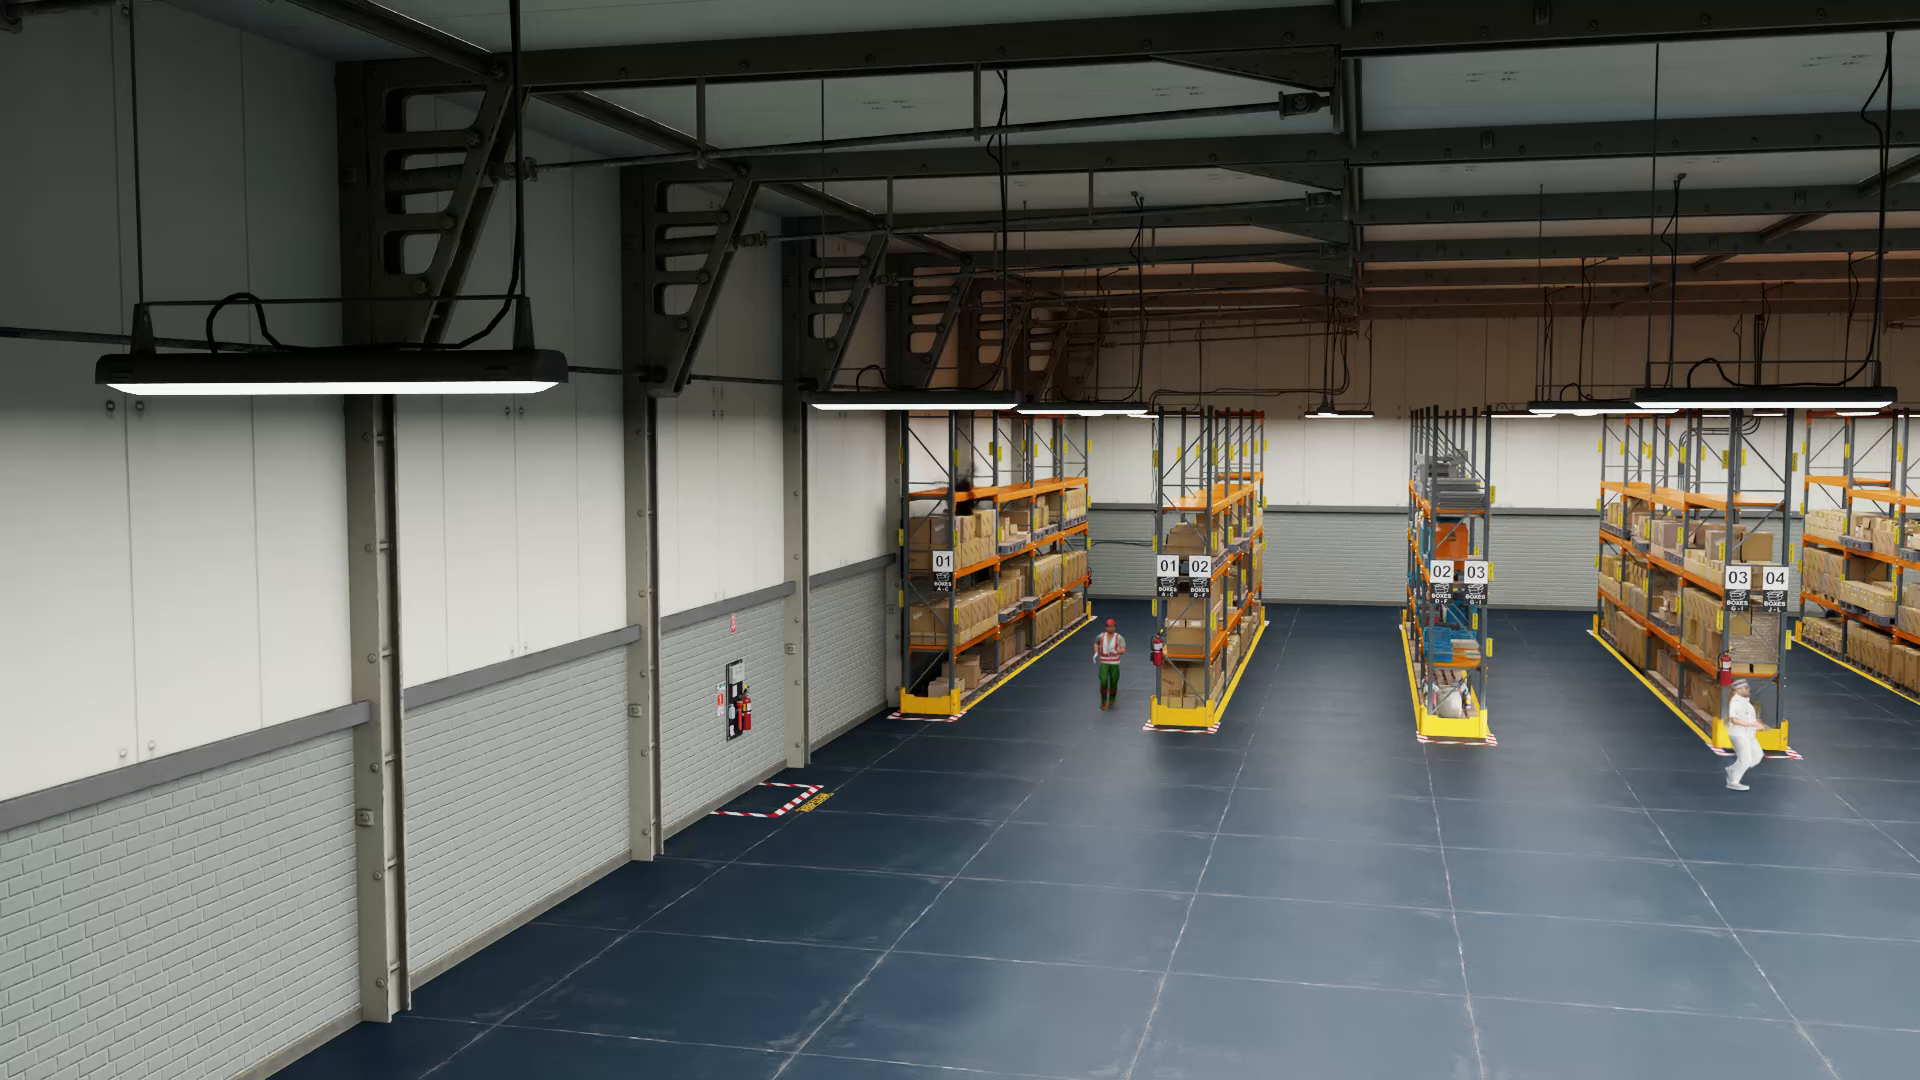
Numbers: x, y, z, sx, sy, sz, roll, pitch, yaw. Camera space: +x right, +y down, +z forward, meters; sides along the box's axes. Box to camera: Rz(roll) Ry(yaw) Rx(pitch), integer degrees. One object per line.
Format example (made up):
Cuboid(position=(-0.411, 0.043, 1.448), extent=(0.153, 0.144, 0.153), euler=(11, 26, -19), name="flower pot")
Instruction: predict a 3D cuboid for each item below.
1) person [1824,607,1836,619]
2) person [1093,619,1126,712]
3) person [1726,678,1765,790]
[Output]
Cuboid(position=(23.311, 1.803, 44.370), extent=(0.674, 1.505, 0.684), euler=(-4, 6, -43), name="person")
Cuboid(position=(2.951, 2.474, 32.868), extent=(0.645, 1.827, 0.744), euler=(0, 4, 7), name="person")
Cuboid(position=(12.160, 3.000, 25.720), extent=(0.602, 1.737, 0.652), euler=(3, 5, 39), name="person")
